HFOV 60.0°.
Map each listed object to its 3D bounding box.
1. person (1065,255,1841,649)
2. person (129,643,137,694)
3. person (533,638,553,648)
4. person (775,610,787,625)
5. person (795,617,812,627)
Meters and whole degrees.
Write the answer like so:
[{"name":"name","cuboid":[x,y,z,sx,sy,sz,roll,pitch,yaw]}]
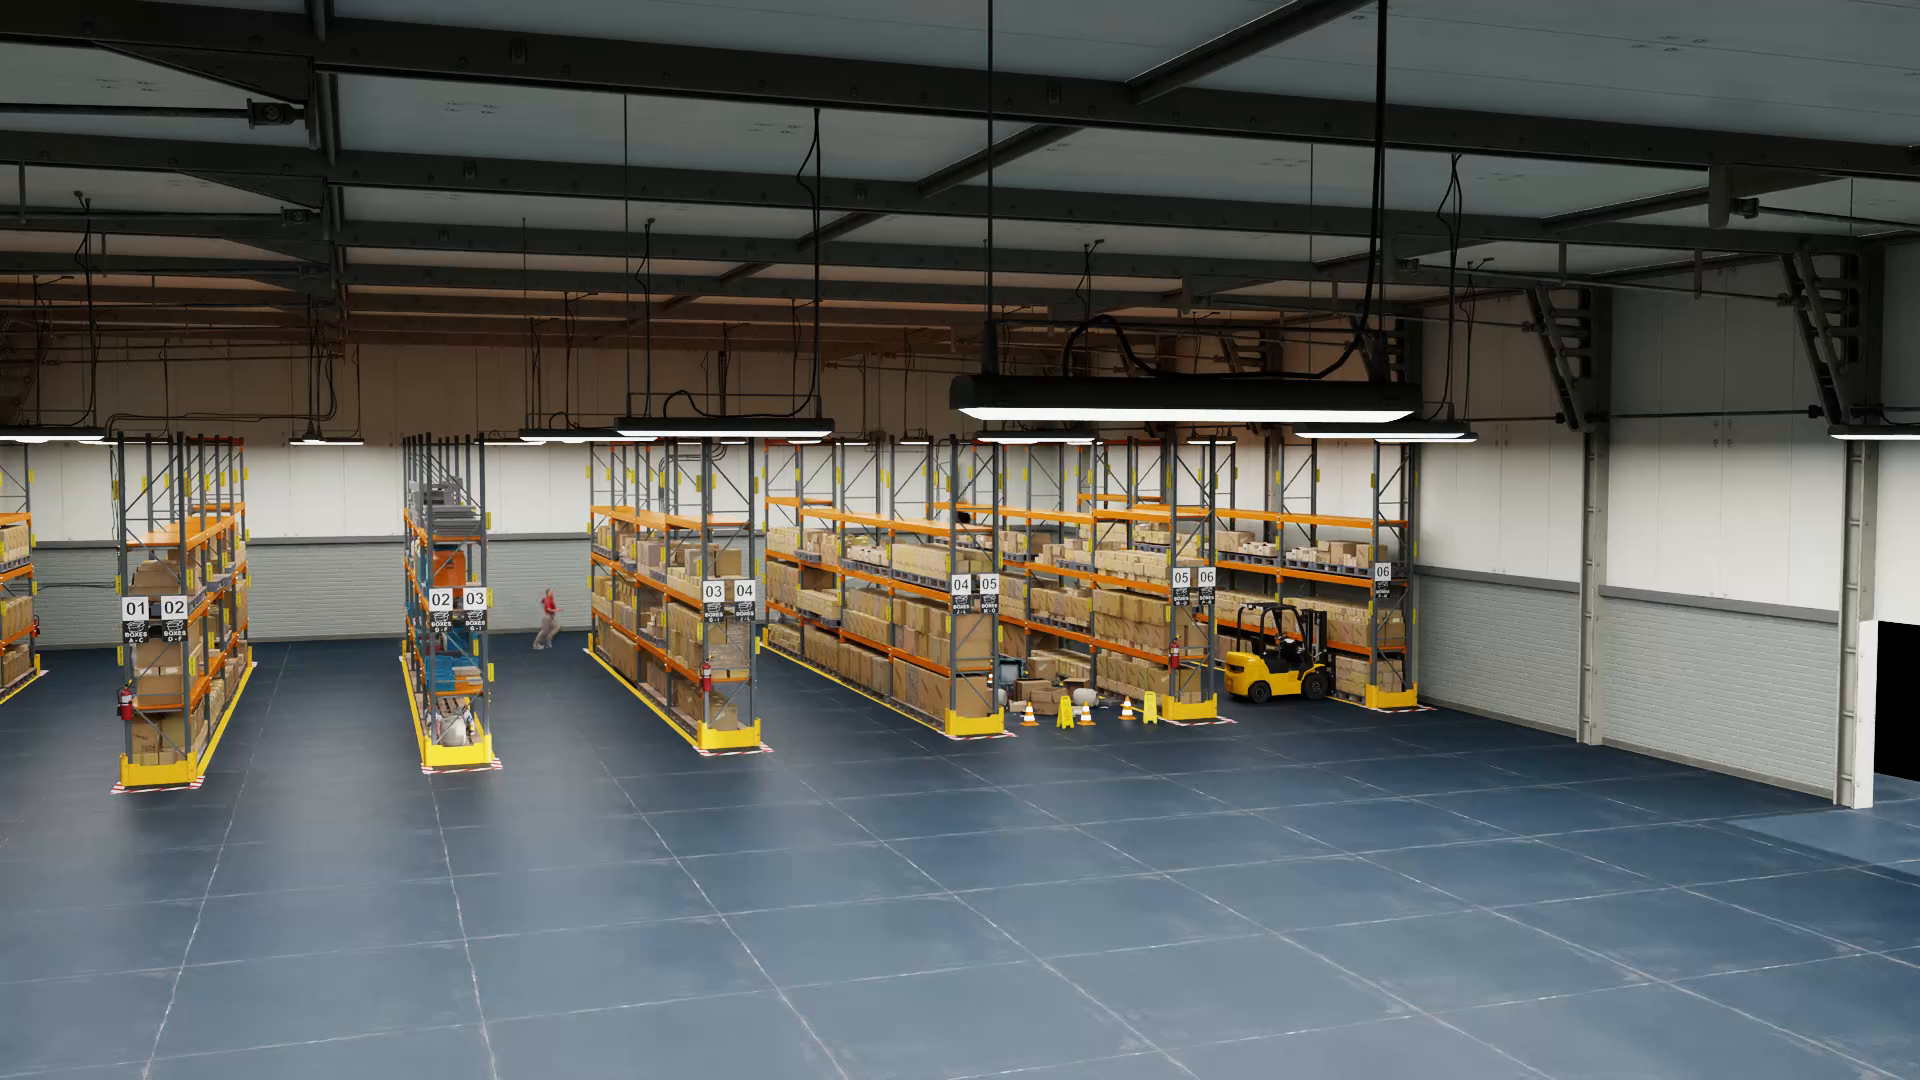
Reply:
[{"name":"person","cuboid":[8.655,-0.825,36.847,2.602,8.986,23.757,-1,3,-25]},{"name":"person","cuboid":[-18.953,2.795,38.449,0.506,1.706,0.846,-2,4,-27]},{"name":"person","cuboid":[-11.879,2.979,47.391,0.511,0.230,0.331,0,3,-4]},{"name":"person","cuboid":[-5.336,1.996,49.862,0.446,1.686,0.771,3,4,41]},{"name":"person","cuboid":[-4.648,2.229,49.719,0.657,1.315,0.536,0,3,3]}]
